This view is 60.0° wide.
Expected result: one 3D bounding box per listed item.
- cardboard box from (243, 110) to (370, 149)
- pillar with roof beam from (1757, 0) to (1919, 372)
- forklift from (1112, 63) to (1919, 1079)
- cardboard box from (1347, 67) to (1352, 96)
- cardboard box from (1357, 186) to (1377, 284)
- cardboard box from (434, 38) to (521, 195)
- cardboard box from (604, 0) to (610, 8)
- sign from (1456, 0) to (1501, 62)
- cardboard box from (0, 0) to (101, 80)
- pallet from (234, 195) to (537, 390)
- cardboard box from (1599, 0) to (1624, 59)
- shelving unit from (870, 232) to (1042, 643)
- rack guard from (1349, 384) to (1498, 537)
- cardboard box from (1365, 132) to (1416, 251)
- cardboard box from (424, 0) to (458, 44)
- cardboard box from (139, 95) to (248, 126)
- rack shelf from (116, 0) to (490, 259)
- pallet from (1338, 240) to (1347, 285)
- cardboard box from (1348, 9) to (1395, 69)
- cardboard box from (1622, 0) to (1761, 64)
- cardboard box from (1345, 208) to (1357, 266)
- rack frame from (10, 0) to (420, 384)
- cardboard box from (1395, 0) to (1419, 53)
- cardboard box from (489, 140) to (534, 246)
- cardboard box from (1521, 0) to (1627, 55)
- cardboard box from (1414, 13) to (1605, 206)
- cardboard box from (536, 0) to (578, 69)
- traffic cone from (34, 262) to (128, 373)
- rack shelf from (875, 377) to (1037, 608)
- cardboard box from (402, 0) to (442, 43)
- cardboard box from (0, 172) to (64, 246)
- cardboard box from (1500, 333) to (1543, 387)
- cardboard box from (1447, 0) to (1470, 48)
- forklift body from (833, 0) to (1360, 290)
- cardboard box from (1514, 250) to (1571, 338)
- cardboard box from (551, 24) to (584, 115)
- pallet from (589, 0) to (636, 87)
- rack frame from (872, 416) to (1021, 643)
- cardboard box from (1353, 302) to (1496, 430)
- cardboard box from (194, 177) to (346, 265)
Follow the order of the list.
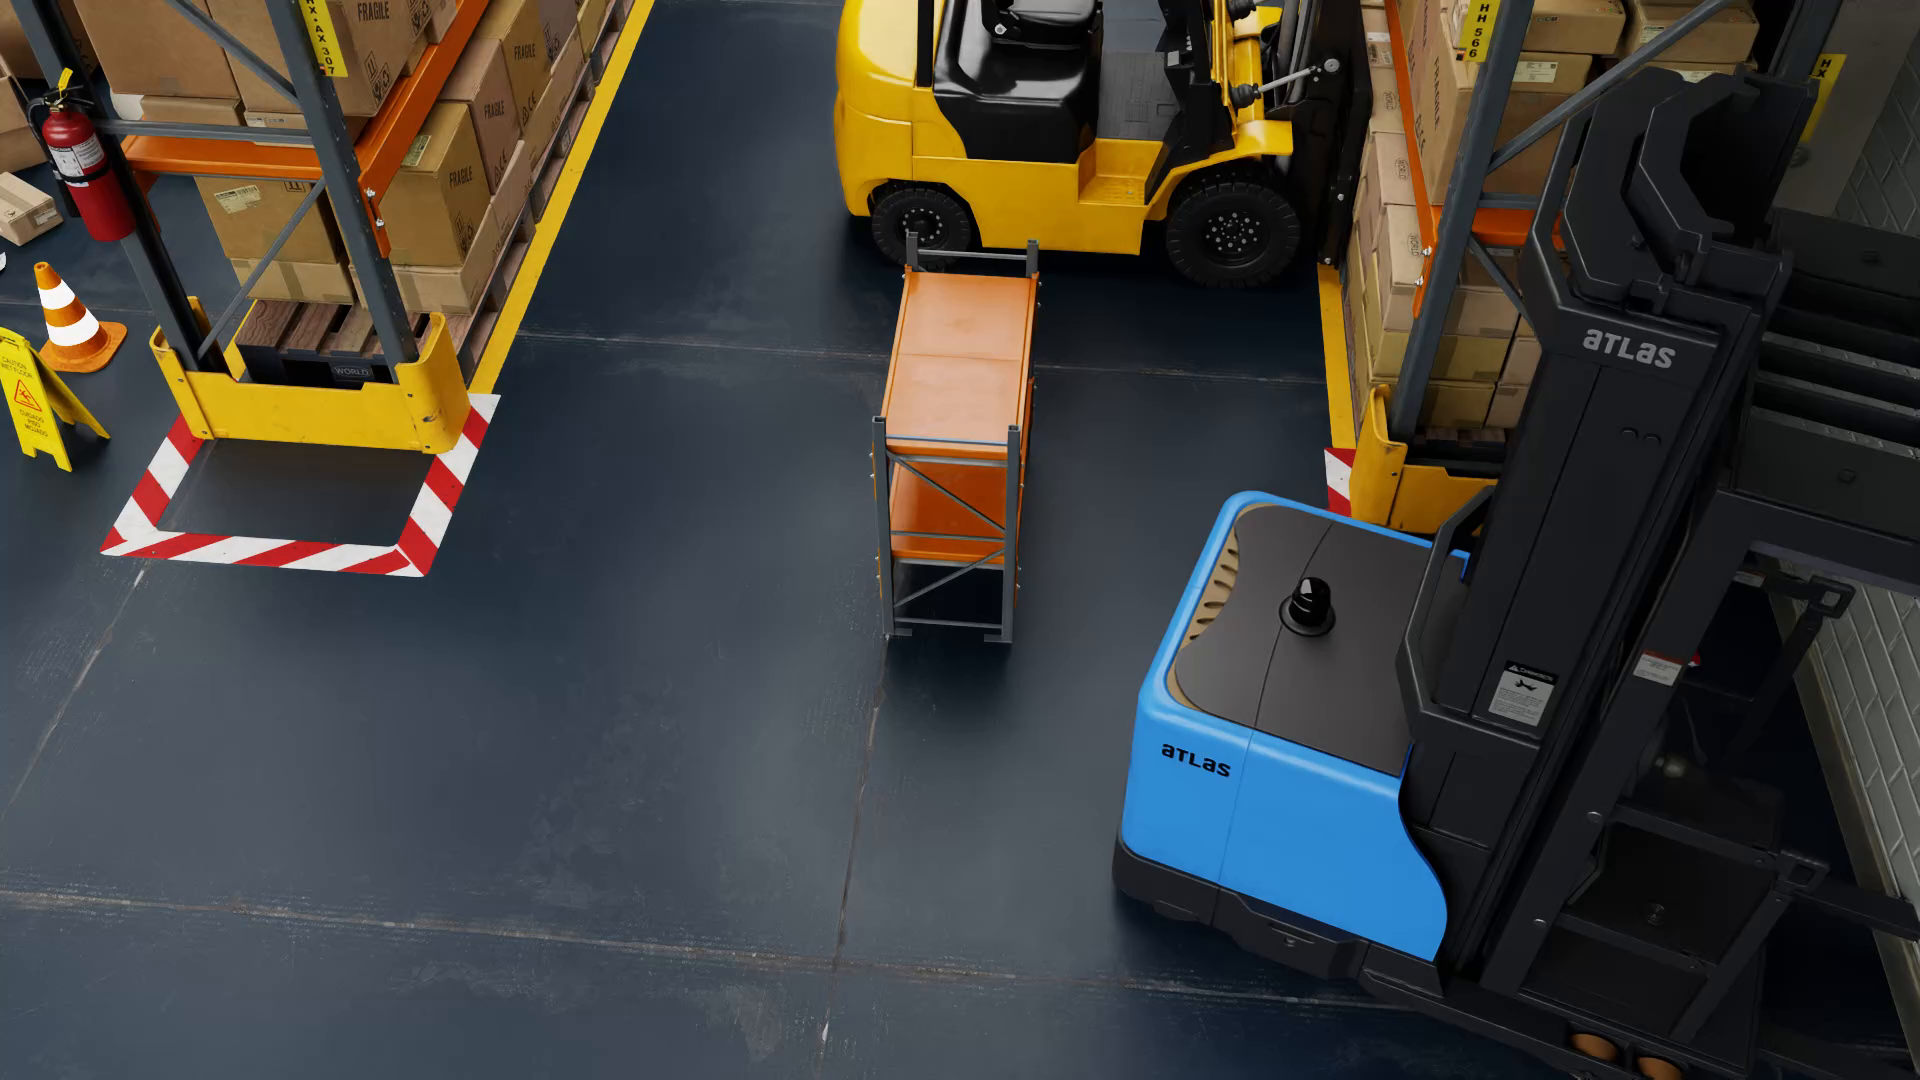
[{"bbox_3d":[-2.501,-1.636,6.383,0.380,0.149,0.250,4,48,4],"label":"cardboard box"},{"bbox_3d":[-1.121,-3.919,4.236,9.100,9.000,0.400,4,48,4],"label":"pillar with roof beam"},{"bbox_3d":[2.079,0.311,4.479,3.031,2.935,1.130,18,50,16],"label":"forklift"},{"bbox_3d":[2.070,-2.031,7.815,0.500,0.250,0.500,4,48,3],"label":"cardboard box"},{"bbox_3d":[1.995,-1.283,7.130,0.500,0.250,0.500,3,48,3],"label":"cardboard box"},{"bbox_3d":[-2.344,-1.928,7.551,0.500,0.500,0.500,2,48,2],"label":"cardboard box"},{"bbox_3d":[-2.160,-3.185,9.209,0.500,0.250,0.500,6,48,5],"label":"cardboard box"},{"bbox_3d":[1.666,-1.671,5.300,0.100,0.325,0.005,4,48,4],"label":"sign"},{"bbox_3d":[-5.022,-2.837,8.912,0.797,0.637,0.503,4,48,4],"label":"cardboard box"},{"bbox_3d":[-2.622,-1.194,7.699,1.003,0.211,1.213,4,48,4],"label":"pallet"},{"bbox_3d":[2.454,-1.824,5.878,0.380,0.149,0.250,4,48,4],"label":"cardboard box"},{"bbox_3d":[0.001,-0.385,6.339,0.538,1.125,1.048,4,48,4],"label":"shelving unit"},{"bbox_3d":[2.203,-0.292,6.679,1.175,0.500,0.348,4,48,4],"label":"rack guard"},{"bbox_3d":[1.977,-1.440,6.935,0.500,0.250,0.500,5,48,4],"label":"cardboard box"},{"bbox_3d":[-2.318,-2.195,6.895,0.380,0.149,0.250,5,48,4],"label":"cardboard box"},{"bbox_3d":[-2.917,-1.689,6.432,0.380,0.149,0.250,5,48,5],"label":"cardboard box"},{"bbox_3d":[-2.556,-2.712,7.685,1.077,0.370,4.000,4,48,4],"label":"rack shelf"},{"bbox_3d":[2.347,-1.671,8.136,1.003,0.211,1.213,4,48,4],"label":"pallet"},{"bbox_3d":[2.067,-2.183,7.615,0.500,0.250,0.500,3,48,3],"label":"cardboard box"},{"bbox_3d":[2.449,-1.739,5.599,0.380,0.149,0.250,3,48,3],"label":"cardboard box"},{"bbox_3d":[2.043,-1.466,7.637,0.500,0.250,0.500,4,48,4],"label":"cardboard box"},{"bbox_3d":[-2.738,-1.485,6.075,1.000,3.000,0.127,4,48,4],"label":"rack frame"},{"bbox_3d":[2.091,-2.324,6.775,0.500,0.500,0.500,3,48,3],"label":"cardboard box"},{"bbox_3d":[-2.335,-1.647,7.803,0.500,0.250,0.500,5,48,5],"label":"cardboard box"},{"bbox_3d":[2.028,-1.784,5.640,0.380,0.149,0.250,4,48,4],"label":"cardboard box"},{"bbox_3d":[1.989,-1.567,6.082,0.500,0.500,0.500,3,48,3],"label":"cardboard box"},{"bbox_3d":[-2.250,-2.689,8.247,0.500,0.500,0.500,6,48,6],"label":"cardboard box"},{"bbox_3d":[-3.984,-1.031,7.380,0.336,0.463,0.334,4,48,4],"label":"traffic cone"},{"bbox_3d":[0.001,-0.220,6.520,0.538,0.278,1.000,4,48,4],"label":"rack shelf"},{"bbox_3d":[-2.375,-2.329,6.578,0.500,0.500,0.500,5,48,5],"label":"cardboard box"},{"bbox_3d":[-4.630,-1.621,8.132,0.380,0.149,0.250,28,53,23],"label":"cardboard box"},{"bbox_3d":[2.455,-0.868,6.751,0.500,0.250,0.500,5,48,4],"label":"cardboard box"},{"bbox_3d":[1.951,-1.870,5.920,0.380,0.149,0.250,5,48,4],"label":"cardboard box"},{"bbox_3d":[0.561,-2.383,7.472,2.313,2.155,1.214,4,48,4],"label":"forklift body"},{"bbox_3d":[2.438,-1.045,6.575,0.500,0.250,0.500,3,48,3],"label":"cardboard box"},{"bbox_3d":[-2.249,-2.420,8.509,0.500,0.250,0.500,5,48,4],"label":"cardboard box"},{"bbox_3d":[-2.400,-2.987,9.339,1.003,0.211,1.213,4,48,4],"label":"pallet"},{"bbox_3d":[-0.046,-0.011,5.998,0.500,1.125,0.032,4,48,4],"label":"rack frame"},{"bbox_3d":[1.933,-0.734,6.967,0.500,0.250,0.500,4,48,4],"label":"cardboard box"},{"bbox_3d":[-2.925,-1.558,7.213,0.500,0.500,0.500,4,48,4],"label":"cardboard box"}]
